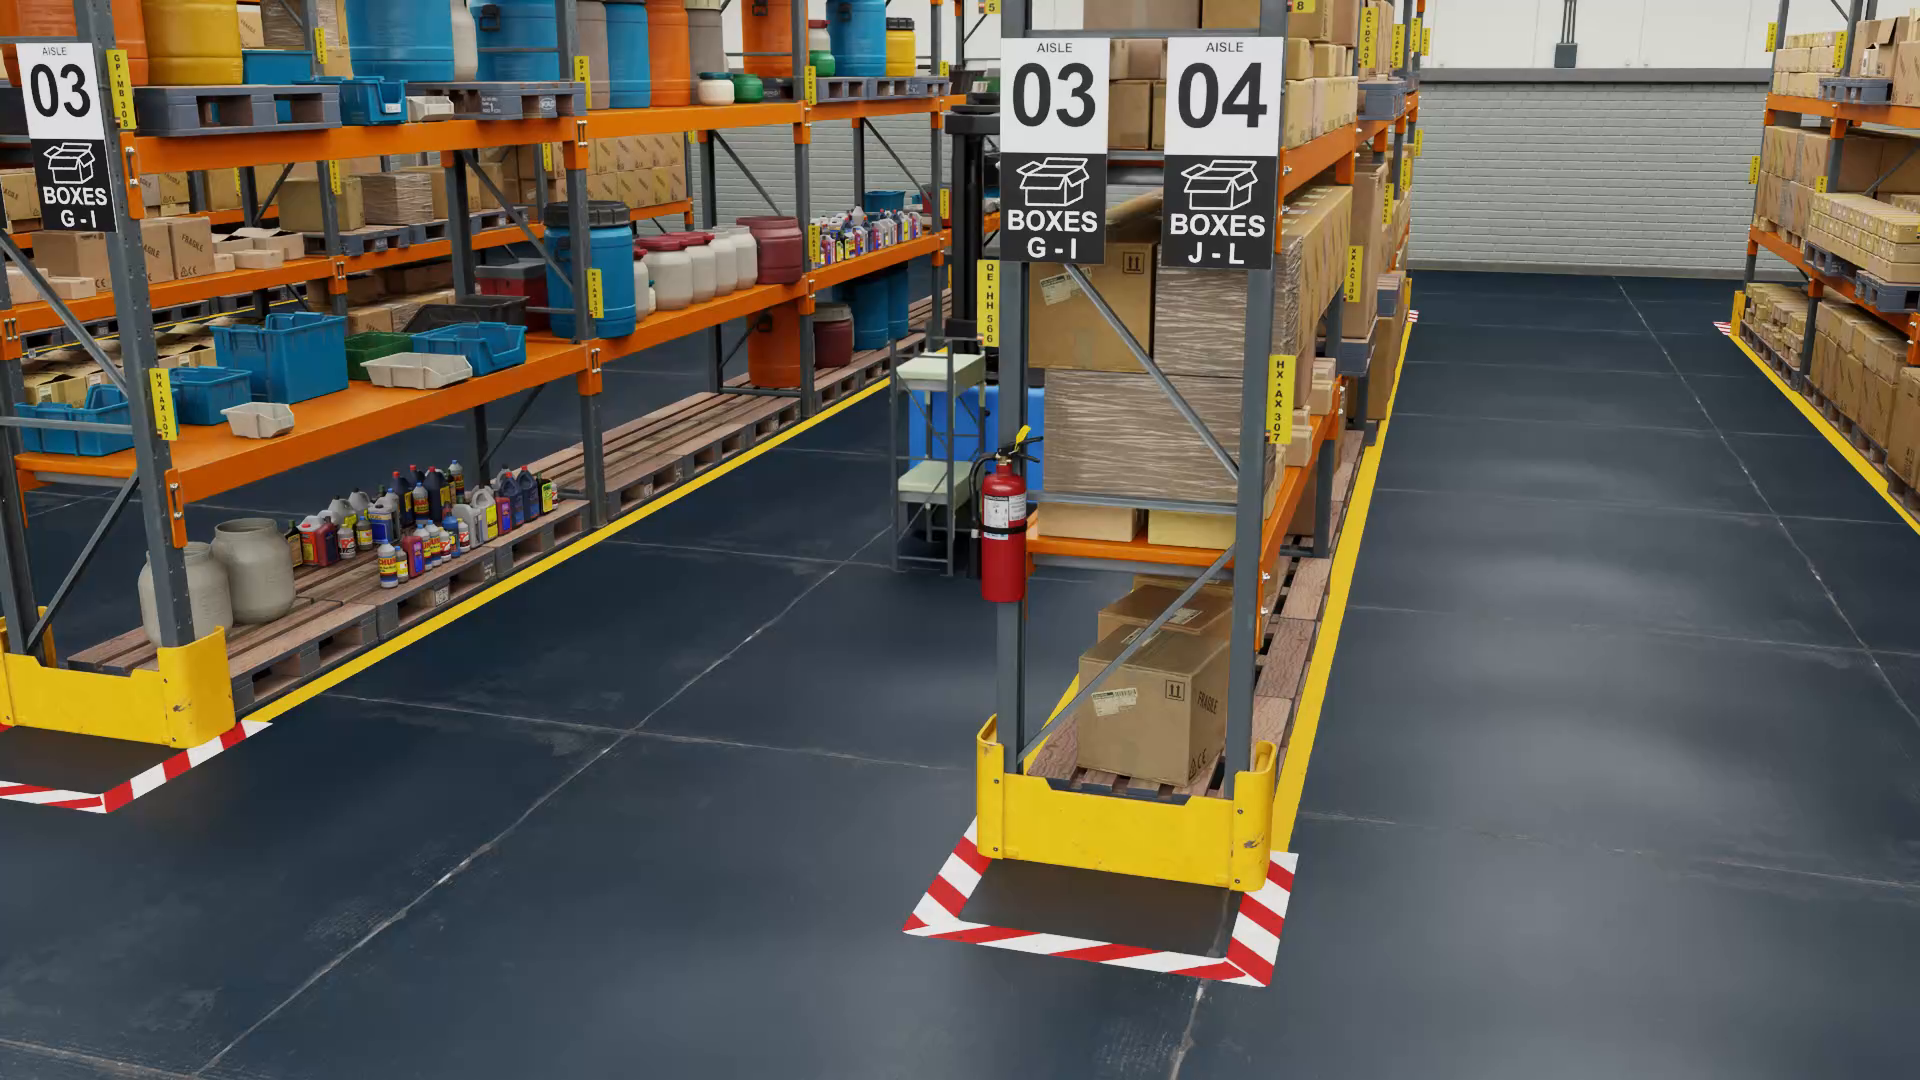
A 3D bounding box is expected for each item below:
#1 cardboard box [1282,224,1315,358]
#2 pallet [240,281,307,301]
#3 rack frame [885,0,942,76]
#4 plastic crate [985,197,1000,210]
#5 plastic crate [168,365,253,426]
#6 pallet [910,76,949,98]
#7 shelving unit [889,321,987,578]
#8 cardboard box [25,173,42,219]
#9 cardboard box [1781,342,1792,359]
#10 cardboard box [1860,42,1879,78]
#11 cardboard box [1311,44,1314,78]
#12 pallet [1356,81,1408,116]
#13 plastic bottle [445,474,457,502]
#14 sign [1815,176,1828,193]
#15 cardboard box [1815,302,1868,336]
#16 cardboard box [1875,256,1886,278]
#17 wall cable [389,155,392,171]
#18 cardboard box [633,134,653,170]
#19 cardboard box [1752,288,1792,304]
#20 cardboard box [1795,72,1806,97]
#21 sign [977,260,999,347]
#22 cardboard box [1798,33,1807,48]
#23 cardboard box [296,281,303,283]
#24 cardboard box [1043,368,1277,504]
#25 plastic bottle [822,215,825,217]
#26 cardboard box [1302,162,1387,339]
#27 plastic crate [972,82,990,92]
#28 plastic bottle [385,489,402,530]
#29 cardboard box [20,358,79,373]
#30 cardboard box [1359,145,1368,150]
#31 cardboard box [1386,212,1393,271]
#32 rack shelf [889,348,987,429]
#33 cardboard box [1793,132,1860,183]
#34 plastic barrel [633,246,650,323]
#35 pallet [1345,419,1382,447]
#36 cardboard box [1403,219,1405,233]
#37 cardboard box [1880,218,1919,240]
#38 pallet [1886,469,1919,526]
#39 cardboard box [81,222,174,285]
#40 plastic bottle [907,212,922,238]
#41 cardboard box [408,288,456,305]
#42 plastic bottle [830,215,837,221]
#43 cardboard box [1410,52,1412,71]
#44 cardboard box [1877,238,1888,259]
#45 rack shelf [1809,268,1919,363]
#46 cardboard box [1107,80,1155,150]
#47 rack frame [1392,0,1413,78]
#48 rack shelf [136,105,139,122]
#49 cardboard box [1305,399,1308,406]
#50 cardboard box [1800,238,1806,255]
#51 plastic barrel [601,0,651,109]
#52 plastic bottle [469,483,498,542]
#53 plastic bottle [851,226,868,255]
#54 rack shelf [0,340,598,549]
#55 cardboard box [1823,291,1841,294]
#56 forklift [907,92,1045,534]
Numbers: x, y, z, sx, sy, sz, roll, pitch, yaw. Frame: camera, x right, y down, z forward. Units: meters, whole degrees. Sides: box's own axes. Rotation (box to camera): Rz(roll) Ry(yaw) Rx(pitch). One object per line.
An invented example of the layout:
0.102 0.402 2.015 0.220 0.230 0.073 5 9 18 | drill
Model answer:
1.207 -1.061 7.014 0.500 0.500 0.500 5 16 16 | cardboard box
-9.560 -3.599 23.633 1.003 0.211 1.213 5 16 16 | pallet
-0.698 -6.546 17.916 1.000 3.000 0.127 5 16 16 | rack frame
0.381 -4.381 21.651 0.396 0.136 0.243 5 16 16 | plastic crate
-4.063 -0.772 8.828 0.499 0.251 0.408 5 16 16 | plastic crate
-0.827 -4.799 17.602 1.213 0.211 1.003 5 16 16 | pallet
-0.133 -0.597 10.684 0.431 1.500 0.755 5 16 16 | shelving unit
-10.650 -3.956 19.013 0.500 0.500 0.500 5 16 16 | cardboard box
8.730 -1.960 17.196 0.380 0.149 0.250 4 16 14 | cardboard box
8.326 -4.253 14.723 0.500 0.311 0.500 4 16 15 | cardboard box
1.343 -2.091 7.250 0.380 0.149 0.250 4 16 13 | cardboard box
2.347 -2.960 11.116 1.213 0.211 1.003 5 16 16 | pallet
-3.511 -0.356 11.410 0.097 0.201 0.097 0 16 0 | plastic bottle
8.255 -3.321 15.955 0.100 0.325 0.005 5 16 16 | sign
8.314 -2.052 15.504 0.500 0.250 0.500 4 16 13 | cardboard box
7.413 -2.129 13.028 0.380 0.149 0.250 5 16 16 | cardboard box
-9.603 -6.372 26.434 0.084 1.984 1.851 5 16 16 | wall cable
-4.458 -5.214 22.201 0.500 0.500 0.500 5 17 17 | cardboard box
9.282 -2.780 18.997 0.380 0.149 0.250 5 16 16 | cardboard box
9.097 -4.777 17.452 0.500 0.250 0.500 5 16 16 | cardboard box
0.114 -0.893 6.281 0.100 0.325 0.005 5 16 16 | sign
9.160 -5.316 17.705 0.380 0.149 0.250 5 17 18 | cardboard box
-9.592 -3.880 23.324 0.700 0.500 0.500 5 17 17 | cardboard box
0.823 -0.469 6.758 0.875 0.500 0.500 5 16 16 | cardboard box
-1.463 -3.308 17.710 0.061 0.283 0.133 5 16 16 | plastic bottle
2.138 -1.870 10.557 1.000 1.000 1.000 5 17 16 | cardboard box
0.090 -5.463 20.077 0.437 0.136 0.530 5 16 16 | plastic crate
-3.658 -0.196 10.717 0.097 0.271 0.097 0 16 0 | plastic bottle
-7.737 -1.366 13.889 0.500 0.311 0.500 5 17 17 | cardboard box
4.650 -4.518 20.118 0.500 0.500 0.500 4 16 15 | cardboard box
3.744 -2.783 15.462 0.500 0.500 0.500 5 16 16 | cardboard box
-0.133 -0.972 10.578 0.431 0.370 0.720 5 16 16 | rack shelf
8.953 -3.949 17.195 0.500 0.500 0.500 5 17 17 | cardboard box
-2.489 -1.865 12.160 0.433 0.535 0.433 0 16 0 | plastic barrel
3.211 -1.088 14.778 1.003 0.211 1.213 5 16 16 | pallet
4.822 -3.545 18.793 0.380 0.149 0.250 5 17 17 | cardboard box
7.414 -2.415 12.946 0.380 0.149 0.250 4 16 15 | cardboard box
7.345 -0.276 11.916 1.003 0.211 1.213 5 16 16 | pallet
-7.193 -2.468 14.352 0.500 0.500 0.500 5 16 16 | cardboard box
-0.500 -3.472 18.300 0.152 0.276 0.135 5 16 16 | plastic bottle
-5.745 -2.509 18.454 0.500 0.500 0.500 4 16 14 | cardboard box
-1.358 -3.382 17.993 0.097 0.271 0.097 0 16 0 | plastic bottle
5.091 -5.923 20.082 0.700 0.500 0.500 4 16 13 | cardboard box
7.419 -2.277 13.005 0.380 0.149 0.250 5 17 18 | cardboard box
8.209 -1.995 14.185 1.077 0.370 4.000 5 16 16 | rack shelf
0.534 -1.653 6.438 0.500 0.250 0.500 5 17 17 | cardboard box
4.051 -6.162 16.562 1.000 3.000 0.127 5 16 16 | rack frame
-7.151 -3.572 14.247 1.077 0.370 4.000 5 16 16 | rack shelf
1.595 -0.660 8.618 0.380 0.149 0.250 5 16 16 | cardboard box
8.603 -2.912 16.561 0.380 0.149 0.250 4 16 14 | cardboard box
-2.663 -3.743 12.613 0.600 0.901 0.708 5 16 16 | plastic barrel
-3.024 -0.178 10.510 0.144 0.351 0.185 5 16 16 | plastic bottle
-1.008 -3.004 16.652 0.152 0.276 0.135 5 16 16 | plastic bottle
-3.540 -0.697 9.609 1.077 0.370 4.000 5 16 16 | rack shelf
9.929 -2.731 18.824 0.380 0.149 0.250 4 16 15 | cardboard box
0.542 -1.775 12.216 1.130 2.935 3.031 5 16 16 | forklift
